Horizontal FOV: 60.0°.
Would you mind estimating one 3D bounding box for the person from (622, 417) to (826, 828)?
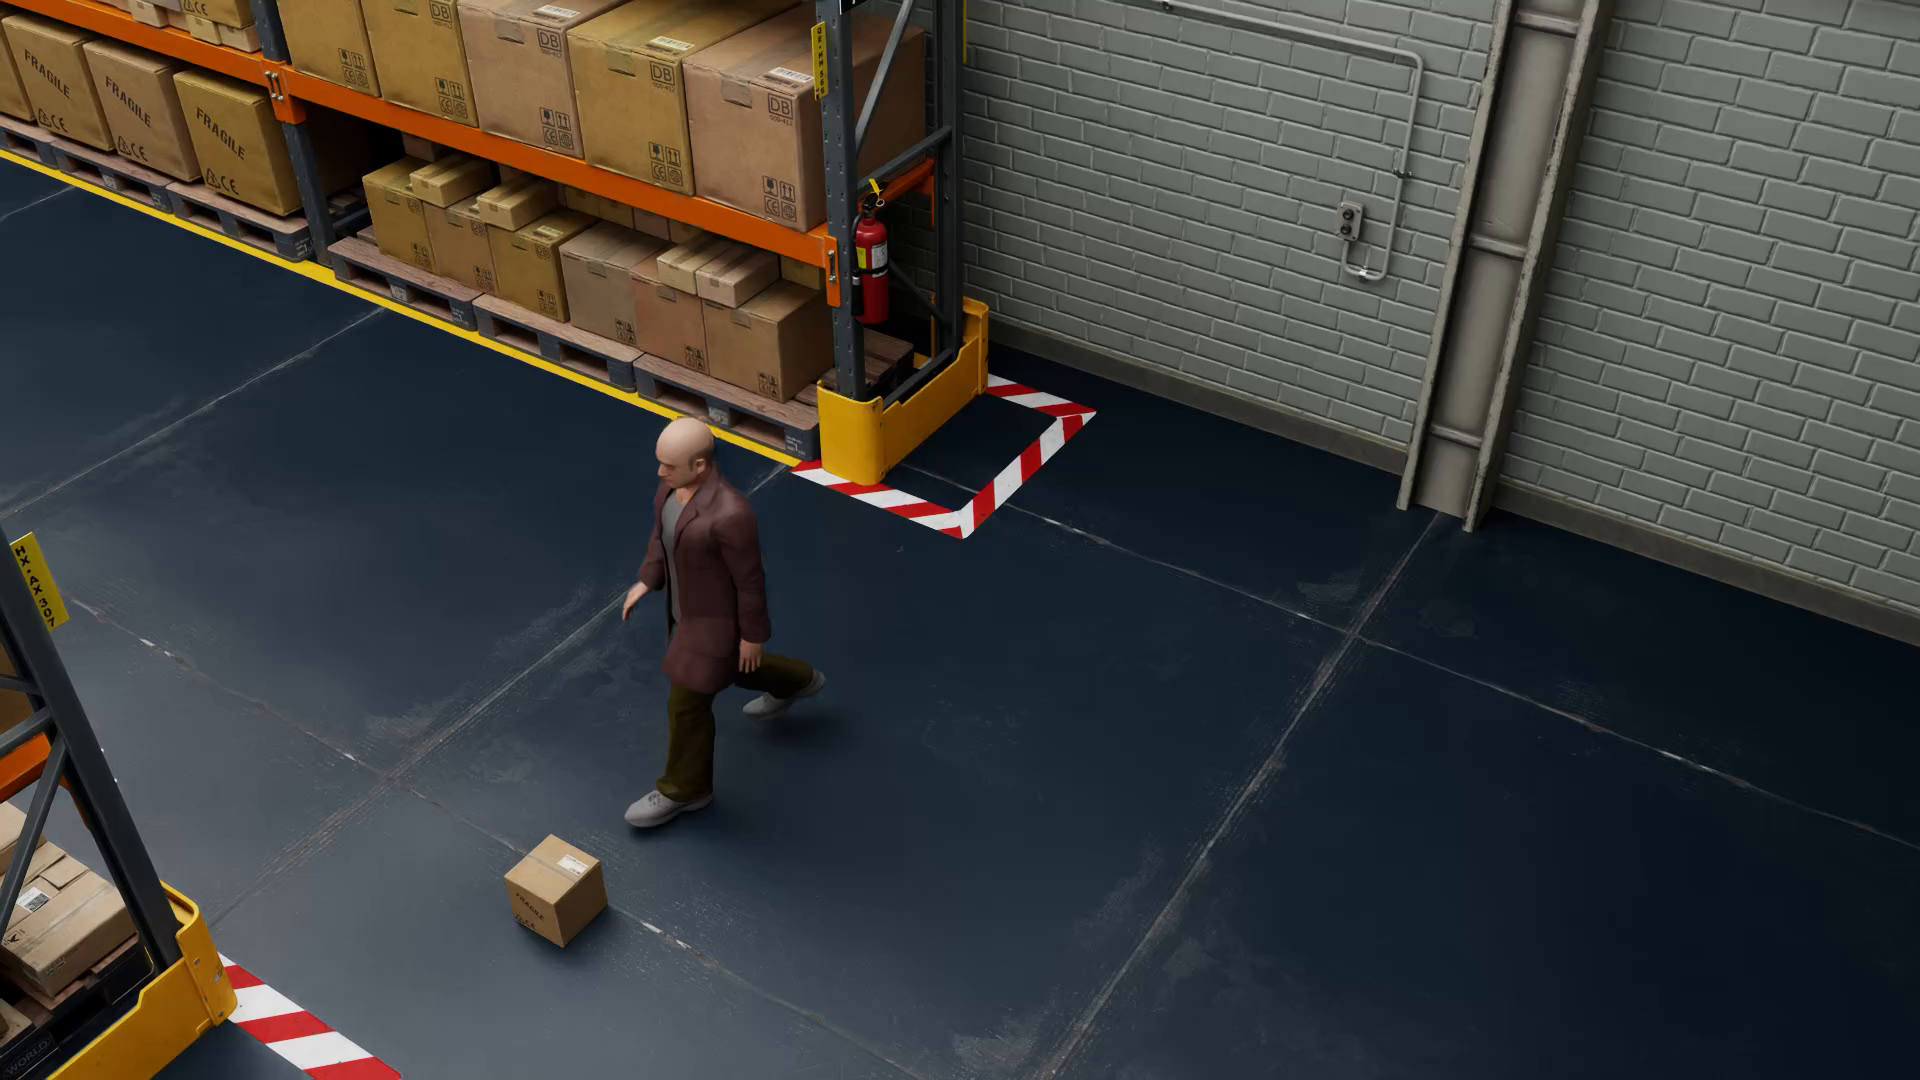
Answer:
[{"bbox_3d":[-0.957,0.251,6.361,0.992,1.752,0.579,-20,42,-24],"label":"person"}]
